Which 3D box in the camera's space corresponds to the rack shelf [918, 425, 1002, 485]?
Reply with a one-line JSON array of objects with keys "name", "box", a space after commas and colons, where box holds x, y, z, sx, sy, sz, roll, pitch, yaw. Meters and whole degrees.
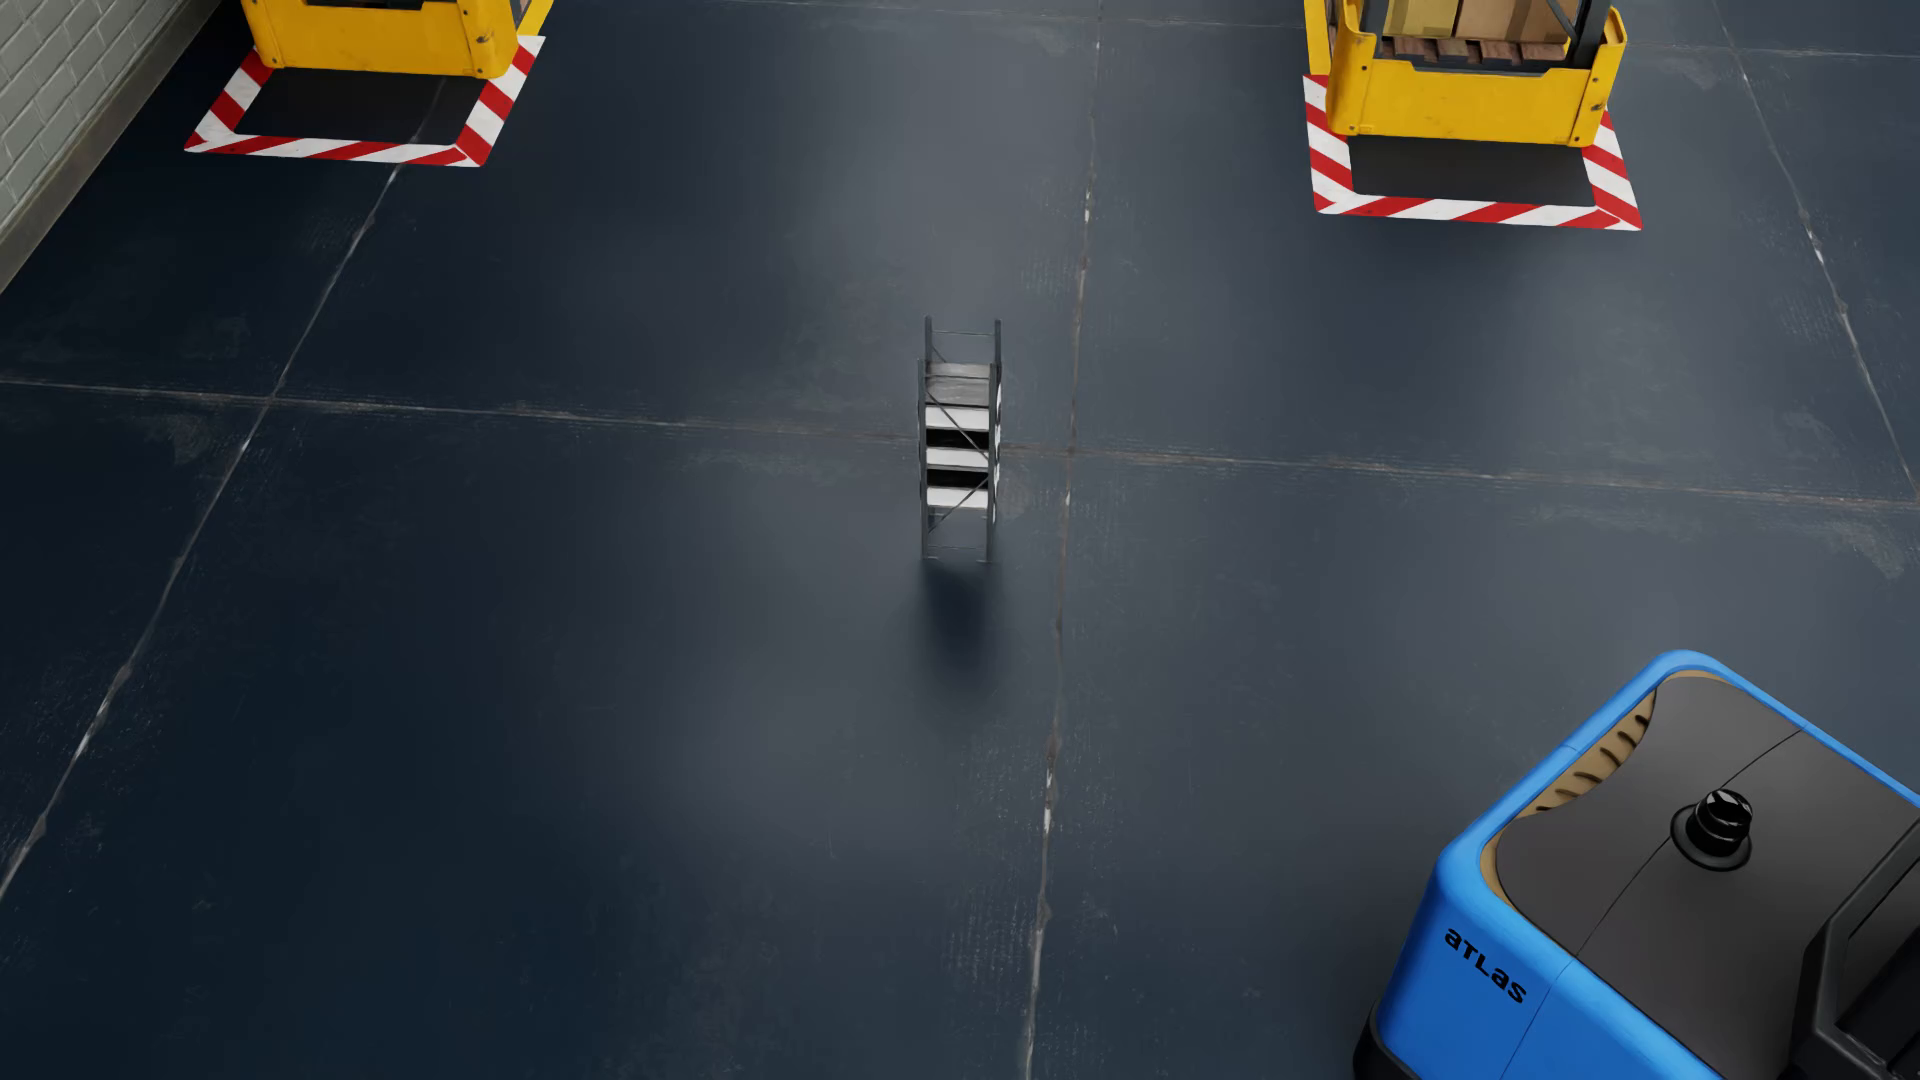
[{"name": "rack shelf", "box": [0.001, -0.287, 5.448, 0.258, 0.077, 0.200, 4, 48, 4]}]

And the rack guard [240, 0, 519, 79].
[{"name": "rack guard", "box": [-2.686, -2.466, 7.667, 1.175, 0.500, 0.348, 4, 48, 4]}]

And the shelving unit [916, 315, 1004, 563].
[{"name": "shelving unit", "box": [0.001, -0.310, 5.423, 0.258, 0.900, 0.210, 4, 48, 4]}]

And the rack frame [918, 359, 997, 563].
[{"name": "rack frame", "box": [-0.009, -0.235, 5.355, 0.240, 0.900, 0.006, 4, 48, 4]}]

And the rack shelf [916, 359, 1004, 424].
[{"name": "rack shelf", "box": [0.001, -0.469, 5.249, 0.258, 0.077, 0.200, 4, 48, 4]}]

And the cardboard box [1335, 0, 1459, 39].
[{"name": "cardboard box", "box": [1.995, -2.551, 7.629, 0.500, 0.250, 0.500, 4, 48, 4]}]

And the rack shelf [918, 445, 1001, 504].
[{"name": "rack shelf", "box": [0.001, -0.226, 5.514, 0.258, 0.077, 0.200, 4, 48, 4]}]

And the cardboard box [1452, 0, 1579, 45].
[{"name": "cardboard box", "box": [2.511, -2.516, 7.598, 0.500, 0.250, 0.500, 4, 48, 4]}]

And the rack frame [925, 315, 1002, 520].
[{"name": "rack frame", "box": [0.010, -0.384, 5.492, 0.240, 0.900, 0.006, 4, 48, 4]}]

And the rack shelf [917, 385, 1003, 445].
[{"name": "rack shelf", "box": [0.001, -0.409, 5.315, 0.258, 0.077, 0.200, 4, 48, 4]}]

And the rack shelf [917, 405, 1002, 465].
[{"name": "rack shelf", "box": [0.001, -0.348, 5.382, 0.258, 0.077, 0.200, 4, 48, 4]}]

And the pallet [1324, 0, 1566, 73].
[{"name": "pallet", "box": [2.269, -2.547, 7.937, 1.003, 0.211, 1.213, 4, 48, 4]}]

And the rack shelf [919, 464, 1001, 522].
[{"name": "rack shelf", "box": [0.001, -0.166, 5.581, 0.258, 0.077, 0.200, 4, 48, 4]}]

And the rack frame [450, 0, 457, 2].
[{"name": "rack frame", "box": [-2.693, -3.254, 6.693, 1.000, 3.000, 0.127, 4, 48, 4]}]

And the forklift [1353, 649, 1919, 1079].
[{"name": "forklift", "box": [2.381, 1.033, 2.819, 1.130, 2.935, 3.031, -33, 55, -26]}]

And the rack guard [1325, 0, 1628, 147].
[{"name": "rack guard", "box": [2.239, -2.062, 7.297, 1.175, 0.500, 0.348, 4, 48, 4]}]

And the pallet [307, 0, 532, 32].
[{"name": "pallet", "box": [-2.576, -2.963, 8.317, 1.003, 0.211, 1.213, 4, 48, 4]}]

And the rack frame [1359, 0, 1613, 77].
[{"name": "rack frame", "box": [2.241, -2.924, 6.391, 1.000, 3.000, 0.127, 4, 48, 4]}]
